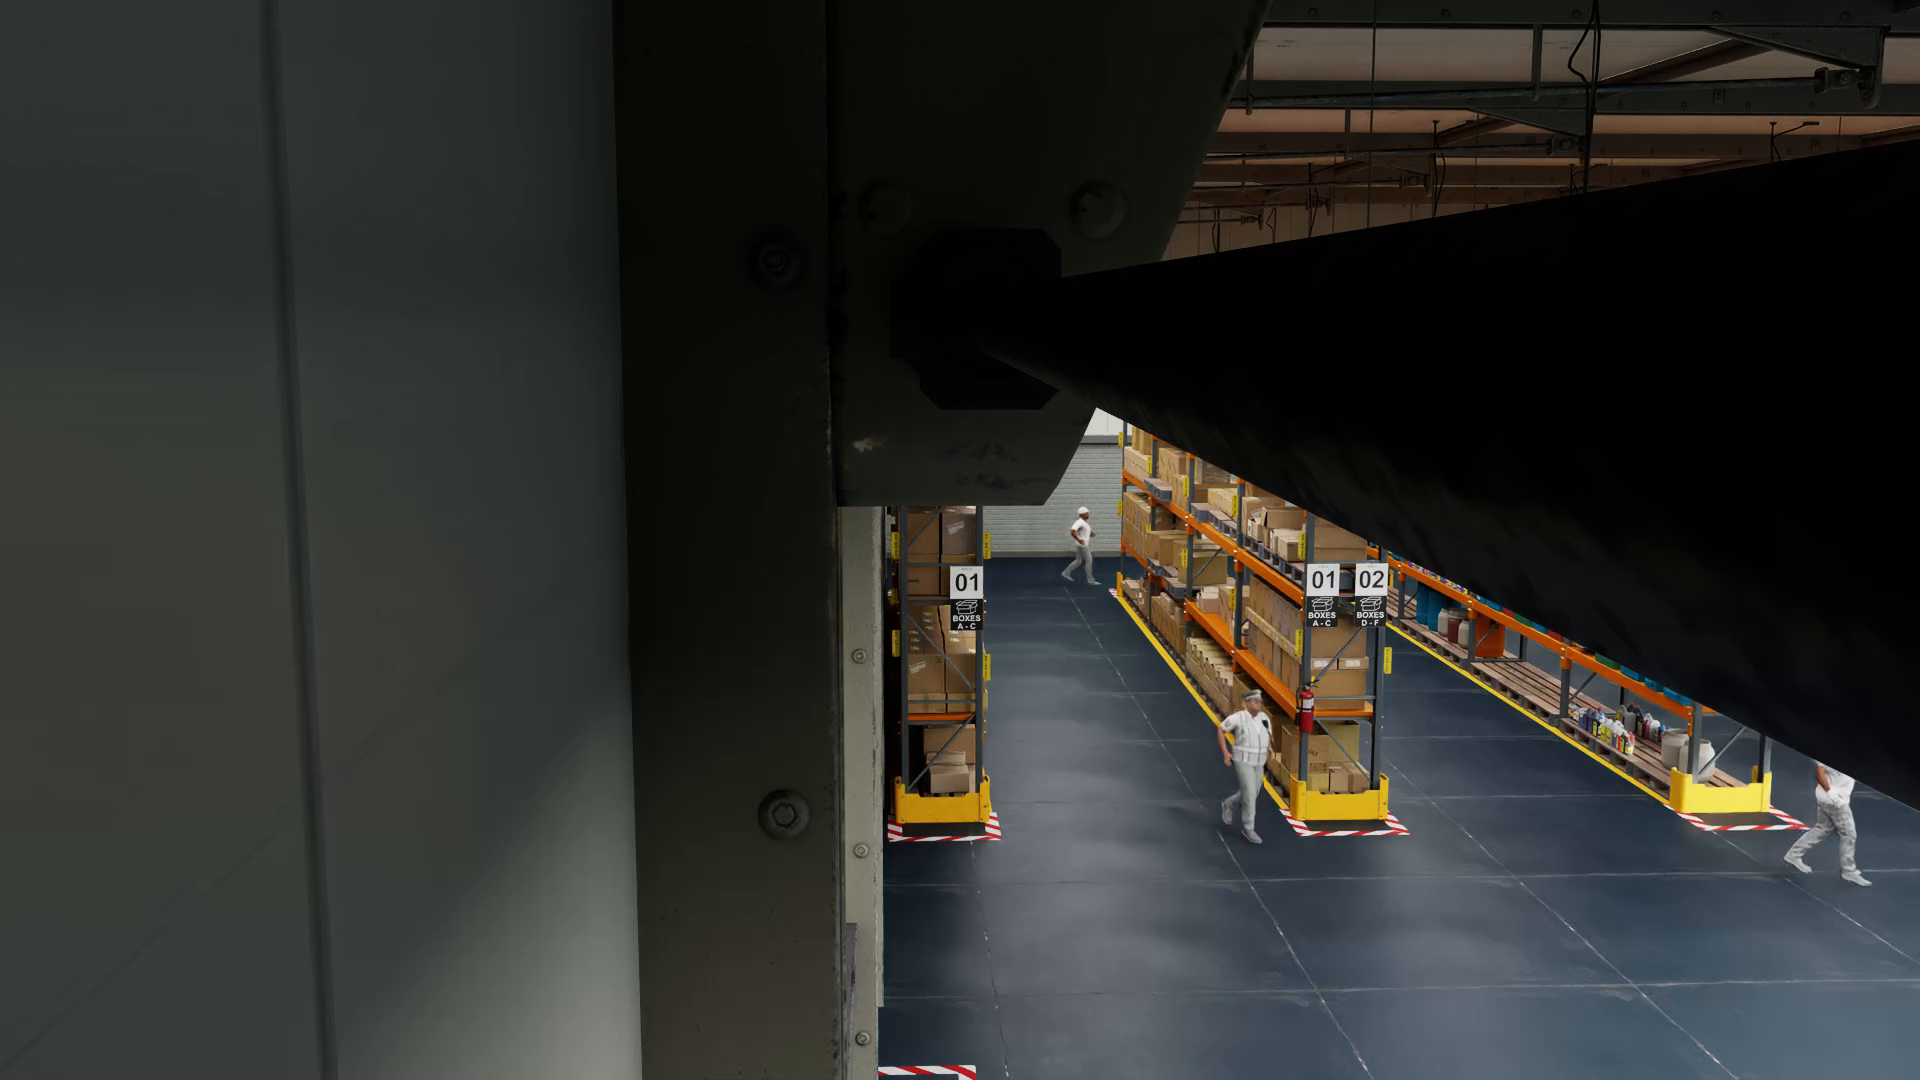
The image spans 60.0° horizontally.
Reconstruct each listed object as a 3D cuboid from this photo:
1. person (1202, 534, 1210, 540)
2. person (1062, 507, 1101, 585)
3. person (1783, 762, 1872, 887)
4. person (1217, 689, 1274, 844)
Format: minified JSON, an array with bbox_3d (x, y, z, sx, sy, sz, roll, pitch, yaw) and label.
[{"bbox_3d":[5.337,0.303,36.710,0.670,1.843,0.811,-3,8,-18],"label":"person"},{"bbox_3d":[2.763,0.128,37.730,0.902,1.766,0.705,1,8,6],"label":"person"},{"bbox_3d":[9.599,2.881,18.287,0.883,1.802,0.685,3,9,22],"label":"person"},{"bbox_3d":[3.497,2.673,20.012,0.701,1.770,0.842,-4,9,-27],"label":"person"}]
